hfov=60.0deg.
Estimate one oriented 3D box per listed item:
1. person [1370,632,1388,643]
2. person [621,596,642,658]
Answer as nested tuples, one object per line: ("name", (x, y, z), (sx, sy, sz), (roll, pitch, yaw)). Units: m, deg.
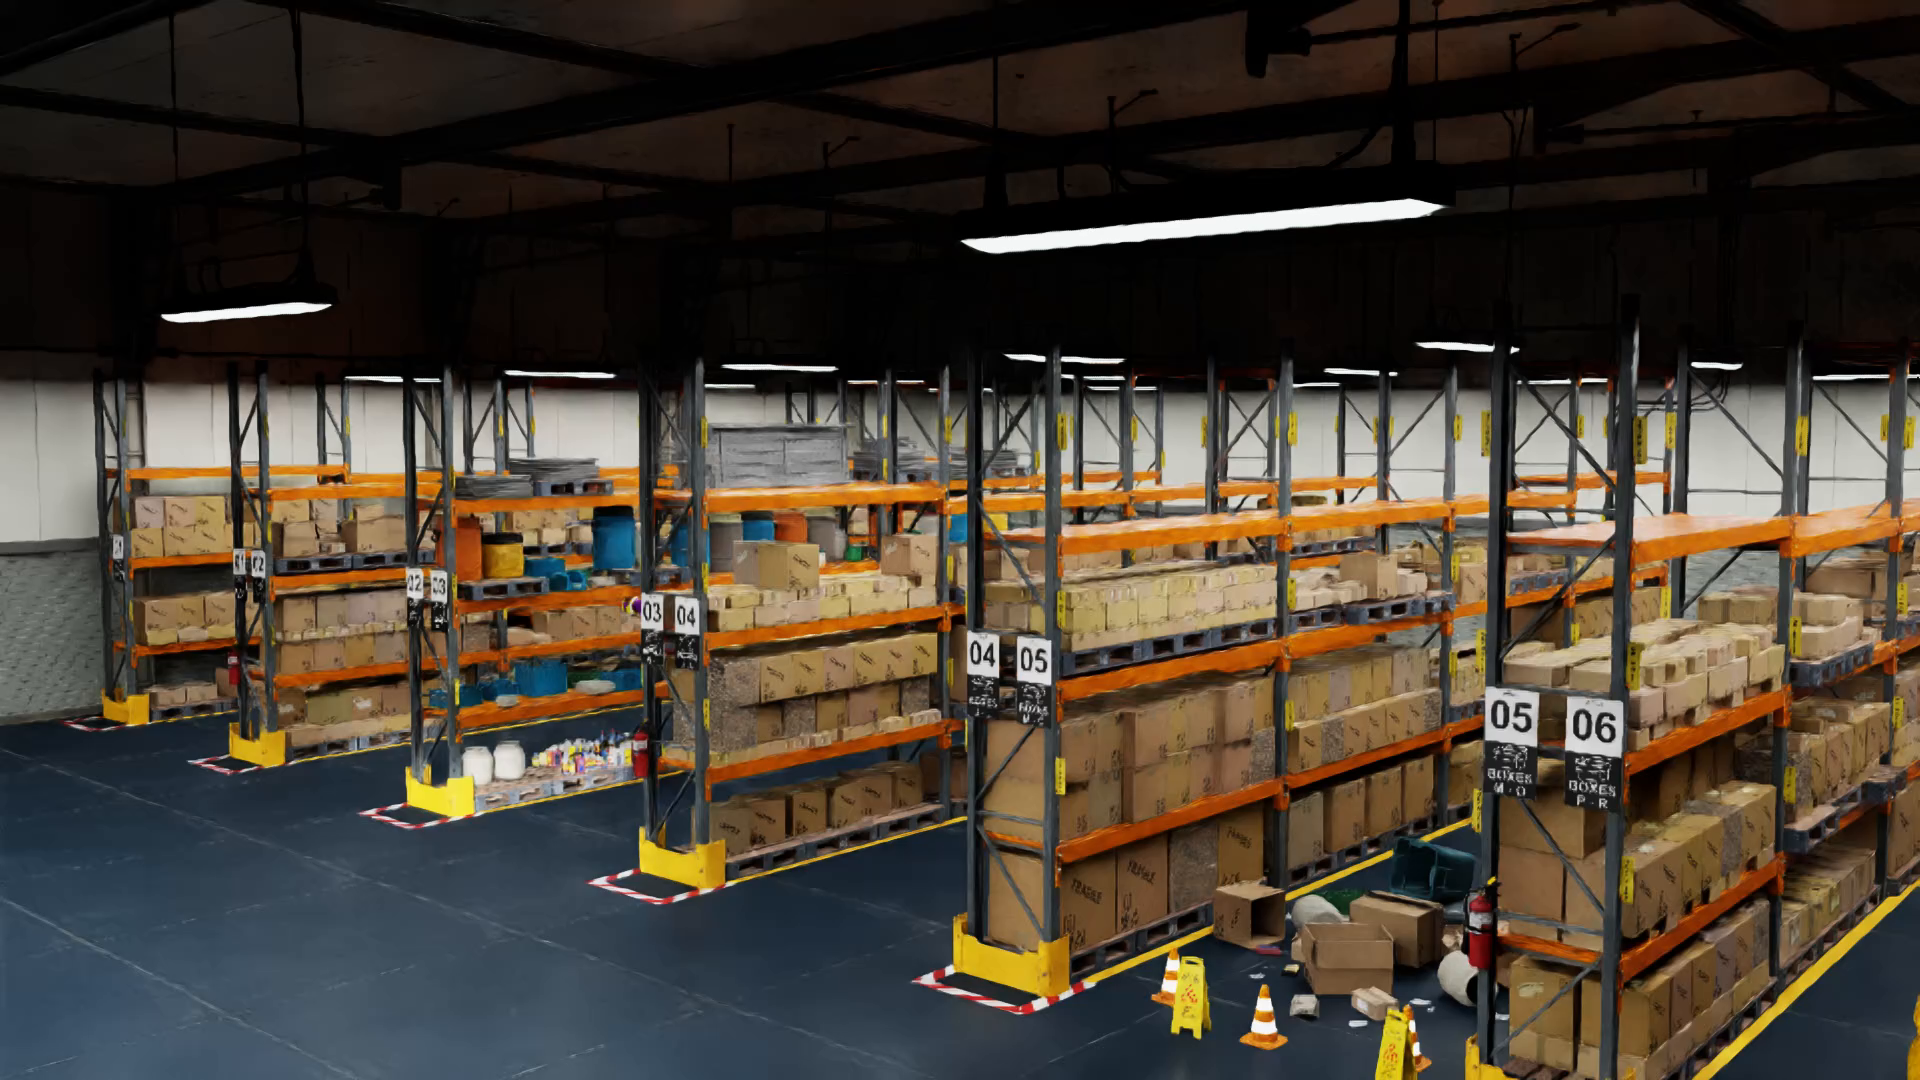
("person", (8.690, 1.772, 34.659), (0.623, 1.667, 0.437), (-1, 4, -16))
("person", (-6.874, 1.761, 34.664), (0.577, 1.691, 1.121), (4, 6, 43))
